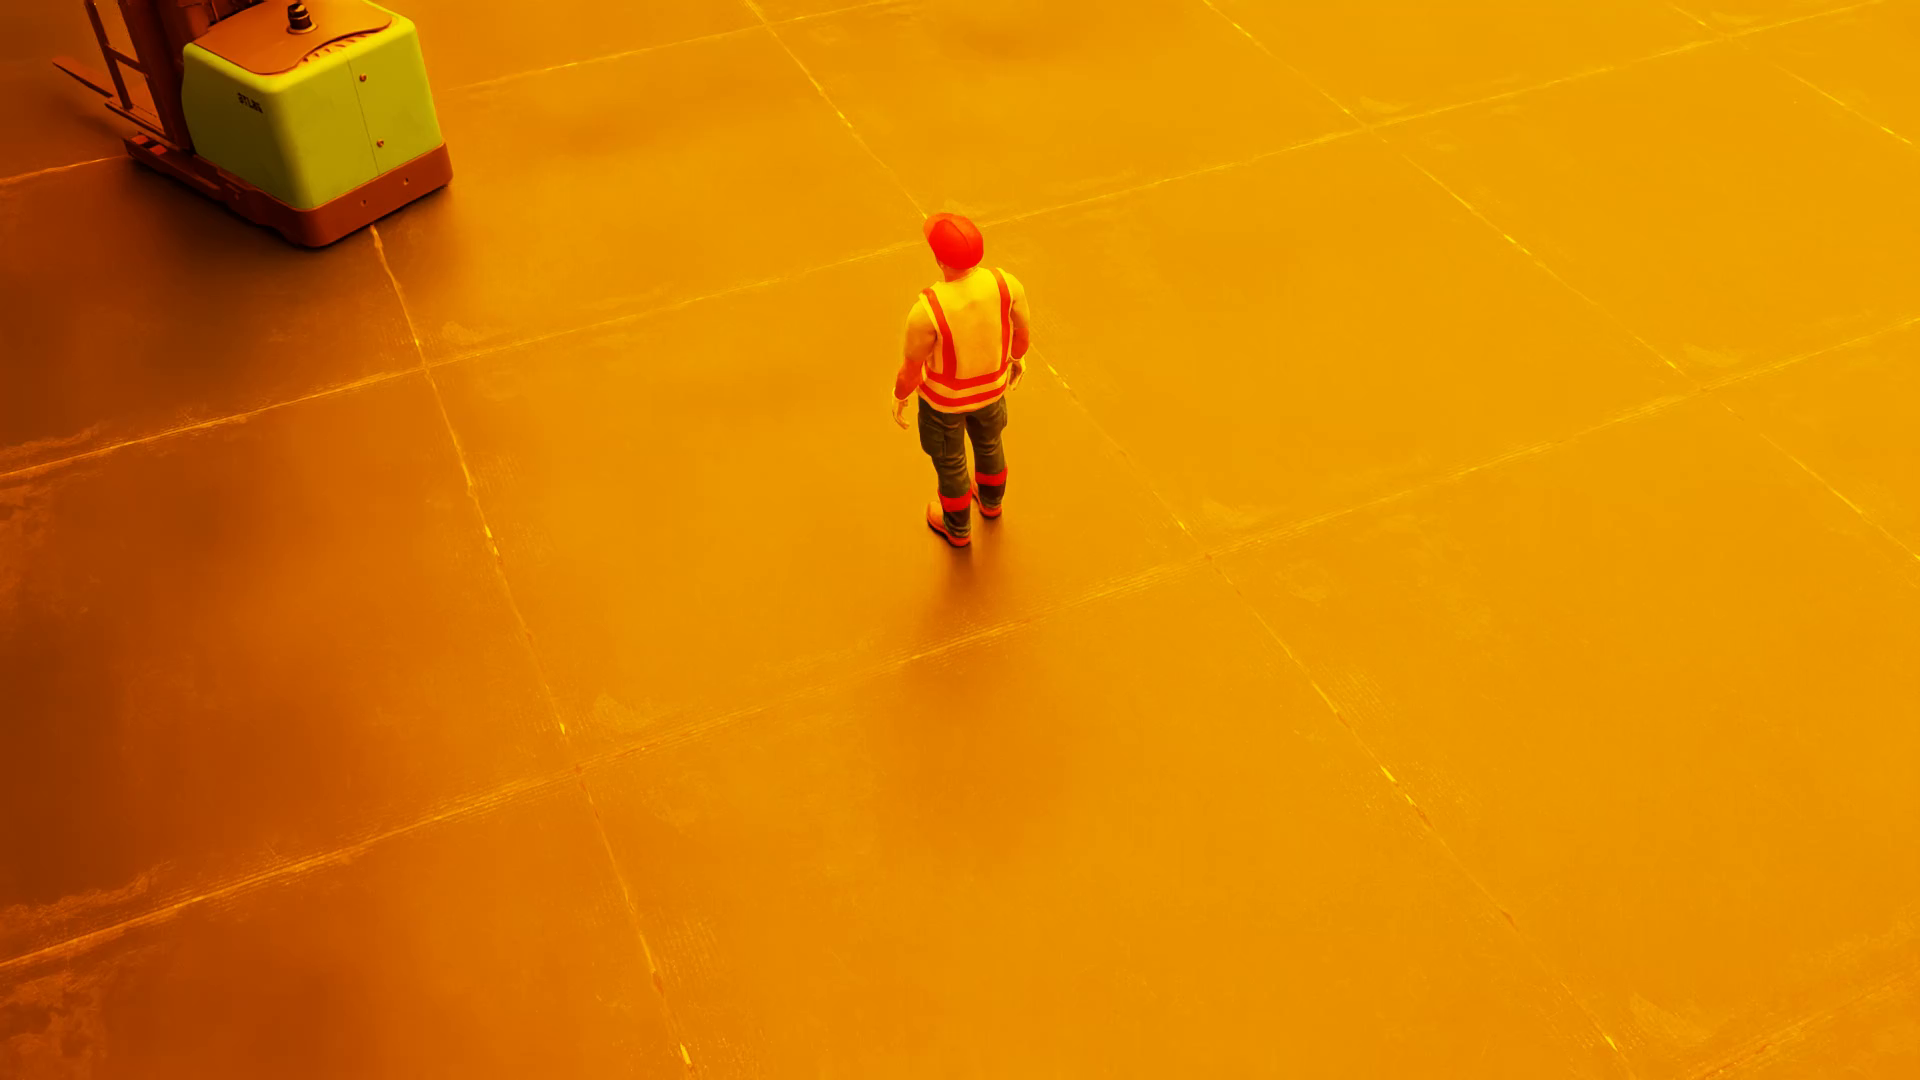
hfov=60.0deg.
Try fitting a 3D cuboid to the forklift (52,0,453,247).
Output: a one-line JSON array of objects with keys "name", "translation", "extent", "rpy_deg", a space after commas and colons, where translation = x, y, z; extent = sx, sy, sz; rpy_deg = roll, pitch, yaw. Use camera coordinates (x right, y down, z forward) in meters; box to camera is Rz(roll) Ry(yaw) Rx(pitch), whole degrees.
[{"name": "forklift", "translation": [-4.543, -3.587, 9.524], "extent": [3.031, 2.935, 1.130], "rpy_deg": [28, 50, 27]}]

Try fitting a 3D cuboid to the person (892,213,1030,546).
[{"name": "person", "translation": [-0.022, -0.713, 7.270], "extent": [0.637, 1.787, 0.564], "rpy_deg": [-18, 46, -18]}]
